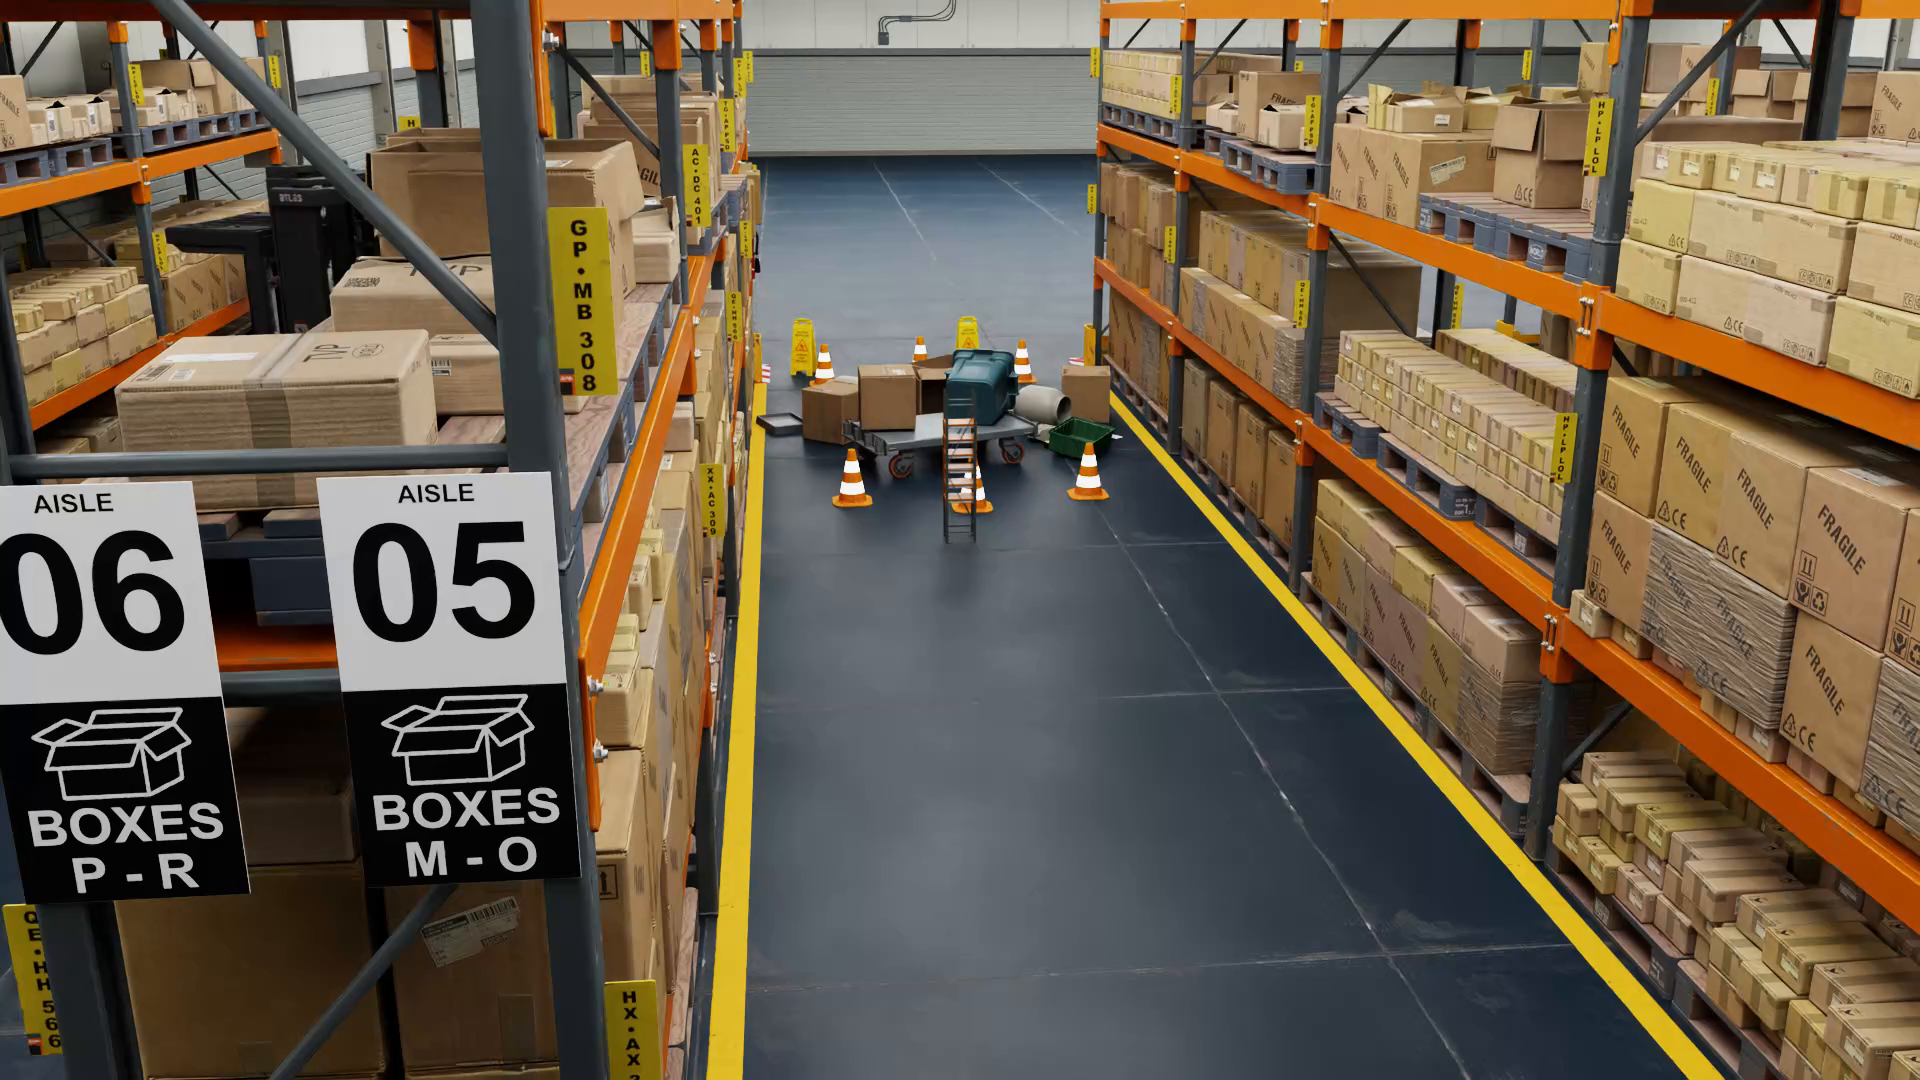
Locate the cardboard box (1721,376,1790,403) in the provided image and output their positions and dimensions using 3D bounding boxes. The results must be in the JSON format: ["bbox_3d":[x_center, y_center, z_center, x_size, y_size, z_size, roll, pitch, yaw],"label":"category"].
[{"bbox_3d":[3.614,-0.418,7.168,0.500,0.500,0.500,-2,18,-8],"label":"cardboard box"}]

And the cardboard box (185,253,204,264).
[{"bbox_3d":[-7.184,-2.619,15.262,0.380,0.149,0.250,-1,17,-4],"label":"cardboard box"}]

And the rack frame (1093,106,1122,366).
[{"bbox_3d":[2.059,-3.458,19.185,1.000,3.000,0.127,-2,18,-6],"label":"rack frame"}]

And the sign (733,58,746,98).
[{"bbox_3d":[-1.890,-3.968,14.278,0.100,0.325,0.005,-2,18,-6],"label":"sign"}]

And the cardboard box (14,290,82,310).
[{"bbox_3d":[-6.961,-1.812,12.690,0.380,0.149,0.250,-2,18,-5],"label":"cardboard box"}]

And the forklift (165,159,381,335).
[{"bbox_3d":[-5.210,-1.402,12.750,3.031,2.935,1.130,4,18,12],"label":"forklift"}]

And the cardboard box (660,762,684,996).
[{"bbox_3d":[-1.082,0.990,4.849,0.500,0.500,0.500,-2,18,-6],"label":"cardboard box"}]

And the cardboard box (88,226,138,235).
[{"bbox_3d":[-7.832,-2.819,15.402,0.380,0.149,0.250,-2,18,-7],"label":"cardboard box"}]

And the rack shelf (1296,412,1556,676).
[{"bbox_3d":[3.091,-0.136,9.803,1.077,0.370,4.000,-2,18,-6],"label":"rack shelf"}]

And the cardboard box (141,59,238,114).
[{"bbox_3d":[-7.497,-4.415,16.190,0.700,0.500,0.500,-2,18,-5],"label":"cardboard box"}]

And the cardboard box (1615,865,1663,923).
[{"bbox_3d":[3.120,1.547,7.301,0.380,0.149,0.250,-2,18,-6],"label":"cardboard box"}]

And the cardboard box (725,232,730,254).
[{"bbox_3d":[-2.034,-2.367,13.260,0.380,0.149,0.250,-3,18,-8],"label":"cardboard box"}]

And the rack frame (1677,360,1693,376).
[{"bbox_3d":[7.416,-2.390,15.781,1.000,3.000,0.127,-2,18,-6],"label":"rack frame"}]

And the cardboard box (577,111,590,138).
[{"bbox_3d":[-2.653,-3.157,12.766,0.500,0.250,0.500,-2,18,-6],"label":"cardboard box"}]

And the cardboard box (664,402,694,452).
[{"bbox_3d":[-1.268,-0.452,6.691,0.380,0.149,0.250,-2,18,-7],"label":"cardboard box"}]

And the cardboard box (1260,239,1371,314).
[{"bbox_3d":[2.739,-2.037,12.822,0.700,0.500,0.500,-2,18,-6],"label":"cardboard box"}]

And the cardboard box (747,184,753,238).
[{"bbox_3d":[-2.302,-3.041,15.523,0.700,0.500,0.500,-2,18,-5],"label":"cardboard box"}]

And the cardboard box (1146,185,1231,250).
[{"bbox_3d":[2.296,-3.125,16.069,0.875,0.550,0.550,-2,18,-6],"label":"cardboard box"}]

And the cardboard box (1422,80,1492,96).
[{"bbox_3d":[3.184,-2.806,10.656,0.396,0.266,0.258,-2,18,-6],"label":"cardboard box"}]

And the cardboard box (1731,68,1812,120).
[{"bbox_3d":[7.366,-3.927,14.798,0.797,0.503,0.637,-3,18,-8],"label":"cardboard box"}]

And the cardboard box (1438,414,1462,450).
[{"bbox_3d":[2.920,-0.611,9.336,0.380,0.149,0.250,-2,18,-5],"label":"cardboard box"}]

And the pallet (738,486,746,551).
[{"bbox_3d":[-2.231,-0.157,13.325,1.003,0.211,1.213,-2,18,-6],"label":"pallet"}]

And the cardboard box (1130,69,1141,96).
[{"bbox_3d":[2.011,-4.605,16.716,0.500,0.250,0.500,-2,18,-6],"label":"cardboard box"}]

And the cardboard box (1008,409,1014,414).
[{"bbox_3d":[0.463,-1.417,17.249,0.396,0.266,0.258,1,17,4],"label":"cardboard box"}]

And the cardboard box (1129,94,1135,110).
[{"bbox_3d":[1.933,-4.454,16.900,0.380,0.149,0.250,-2,18,-5],"label":"cardboard box"}]

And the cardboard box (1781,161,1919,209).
[{"bbox_3d":[3.192,-1.267,5.947,0.380,0.149,0.250,-2,18,-7],"label":"cardboard box"}]

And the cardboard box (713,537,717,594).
[{"bbox_3d":[-1.454,0.078,8.171,0.500,0.250,0.500,-2,18,-7],"label":"cardboard box"}]

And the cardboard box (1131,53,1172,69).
[{"bbox_3d":[1.934,-4.834,16.779,0.380,0.149,0.250,-2,17,-5],"label":"cardboard box"}]

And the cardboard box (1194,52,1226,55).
[{"bbox_3d":[2.562,-4.929,17.083,0.380,0.149,0.250,-2,18,-6],"label":"cardboard box"}]

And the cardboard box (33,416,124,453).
[{"bbox_3d":[-7.241,-0.610,13.376,0.875,0.625,0.625,-2,18,-6],"label":"cardboard box"}]

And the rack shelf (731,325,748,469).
[{"bbox_3d":[-2.235,-1.145,13.016,1.077,0.370,4.000,-2,18,-6],"label":"rack shelf"}]

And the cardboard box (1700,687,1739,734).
[{"bbox_3d":[3.164,0.642,6.544,0.380,0.149,0.250,-1,17,-5],"label":"cardboard box"}]

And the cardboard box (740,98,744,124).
[{"bbox_3d":[-2.370,-4.178,16.223,0.500,0.250,0.500,-2,18,-5],"label":"cardboard box"}]

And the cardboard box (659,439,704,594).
[{"bbox_3d":[-1.293,-0.093,6.629,0.500,0.500,0.500,-2,18,-6],"label":"cardboard box"}]

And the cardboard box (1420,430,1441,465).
[{"bbox_3d":[2.894,-0.543,9.618,0.380,0.149,0.250,-2,18,-7],"label":"cardboard box"}]

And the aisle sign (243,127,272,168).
[{"bbox_3d":[-7.505,-4.390,17.812,0.394,0.787,0.004,-2,18,-6],"label":"aisle sign"}]

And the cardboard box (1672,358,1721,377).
[{"bbox_3d":[7.414,-1.518,16.476,0.500,0.500,0.500,-2,18,-7],"label":"cardboard box"}]

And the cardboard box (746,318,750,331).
[{"bbox_3d":[-2.272,-2.096,16.399,0.380,0.149,0.250,-1,17,-2],"label":"cardboard box"}]

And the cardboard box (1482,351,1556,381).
[{"bbox_3d":[3.473,-1.075,10.319,0.380,0.149,0.250,-1,17,-4],"label":"cardboard box"}]

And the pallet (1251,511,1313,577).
[{"bbox_3d":[2.878,0.018,12.766,1.003,0.211,1.213,-2,18,-6],"label":"pallet"}]

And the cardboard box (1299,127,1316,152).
[{"bbox_3d":[2.604,-2.814,11.648,0.380,0.166,0.250,-2,18,-6],"label":"cardboard box"}]

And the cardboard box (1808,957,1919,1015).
[{"bbox_3d":[3.317,1.645,5.994,0.380,0.149,0.250,-2,18,-7],"label":"cardboard box"}]

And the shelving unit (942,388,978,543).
[{"bbox_3d":[-0.002,-0.577,13.011,0.258,1.200,0.189,-2,18,-6],"label":"shelving unit"}]

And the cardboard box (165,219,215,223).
[{"bbox_3d":[-7.371,-2.987,15.939,0.380,0.149,0.250,-2,18,-5],"label":"cardboard box"}]

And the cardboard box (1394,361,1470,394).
[{"bbox_3d":[2.847,-0.983,10.025,0.380,0.149,0.250,-1,17,-3],"label":"cardboard box"}]

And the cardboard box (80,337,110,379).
[{"bbox_3d":[-6.988,-1.417,12.933,0.500,0.250,0.500,-2,18,-5],"label":"cardboard box"}]

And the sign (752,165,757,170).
[{"bbox_3d":[-2.300,-3.990,18.417,0.100,0.325,0.005,-2,18,-6],"label":"sign"}]

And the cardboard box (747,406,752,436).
[{"bbox_3d":[-2.234,-1.156,15.742,0.500,0.250,0.500,-3,18,-8],"label":"cardboard box"}]

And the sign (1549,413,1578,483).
[{"bbox_3d":[2.745,-0.417,7.566,0.100,0.325,0.005,-2,18,-6],"label":"sign"}]

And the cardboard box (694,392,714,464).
[{"bbox_3d":[-1.376,-0.365,7.495,0.500,0.500,0.500,-2,17,-5],"label":"cardboard box"}]

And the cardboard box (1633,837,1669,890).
[{"bbox_3d":[3.192,1.397,7.282,0.380,0.149,0.250,-2,18,-6],"label":"cardboard box"}]

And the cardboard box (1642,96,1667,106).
[{"bbox_3d":[7.039,-4.343,16.579,0.380,0.149,0.250,-1,17,-4],"label":"cardboard box"}]

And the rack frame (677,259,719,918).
[{"bbox_3d":[-1.616,0.300,7.214,1.000,3.000,0.127,-2,18,-6],"label":"rack frame"}]

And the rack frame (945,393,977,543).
[{"bbox_3d":[0.008,-0.550,12.924,0.240,1.200,0.006,-2,18,-6],"label":"rack frame"}]

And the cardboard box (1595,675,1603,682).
[{"bbox_3d":[3.483,0.523,8.724,0.500,0.250,0.500,-3,18,-8],"label":"cardboard box"}]

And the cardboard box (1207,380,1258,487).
[{"bbox_3d":[2.721,-0.924,14.167,1.050,0.750,0.750,-2,18,-6],"label":"cardboard box"}]

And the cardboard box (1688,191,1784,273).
[{"bbox_3d":[3.155,-1.182,6.342,0.500,0.250,0.500,-2,18,-6],"label":"cardboard box"}]

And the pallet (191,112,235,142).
[{"bbox_3d":[-7.615,-3.934,15.840,1.003,0.211,1.213,-2,18,-6],"label":"pallet"}]

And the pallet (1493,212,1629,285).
[{"bbox_3d":[3.339,-1.412,7.972,1.213,0.211,1.003,-2,18,-6],"label":"pallet"}]
